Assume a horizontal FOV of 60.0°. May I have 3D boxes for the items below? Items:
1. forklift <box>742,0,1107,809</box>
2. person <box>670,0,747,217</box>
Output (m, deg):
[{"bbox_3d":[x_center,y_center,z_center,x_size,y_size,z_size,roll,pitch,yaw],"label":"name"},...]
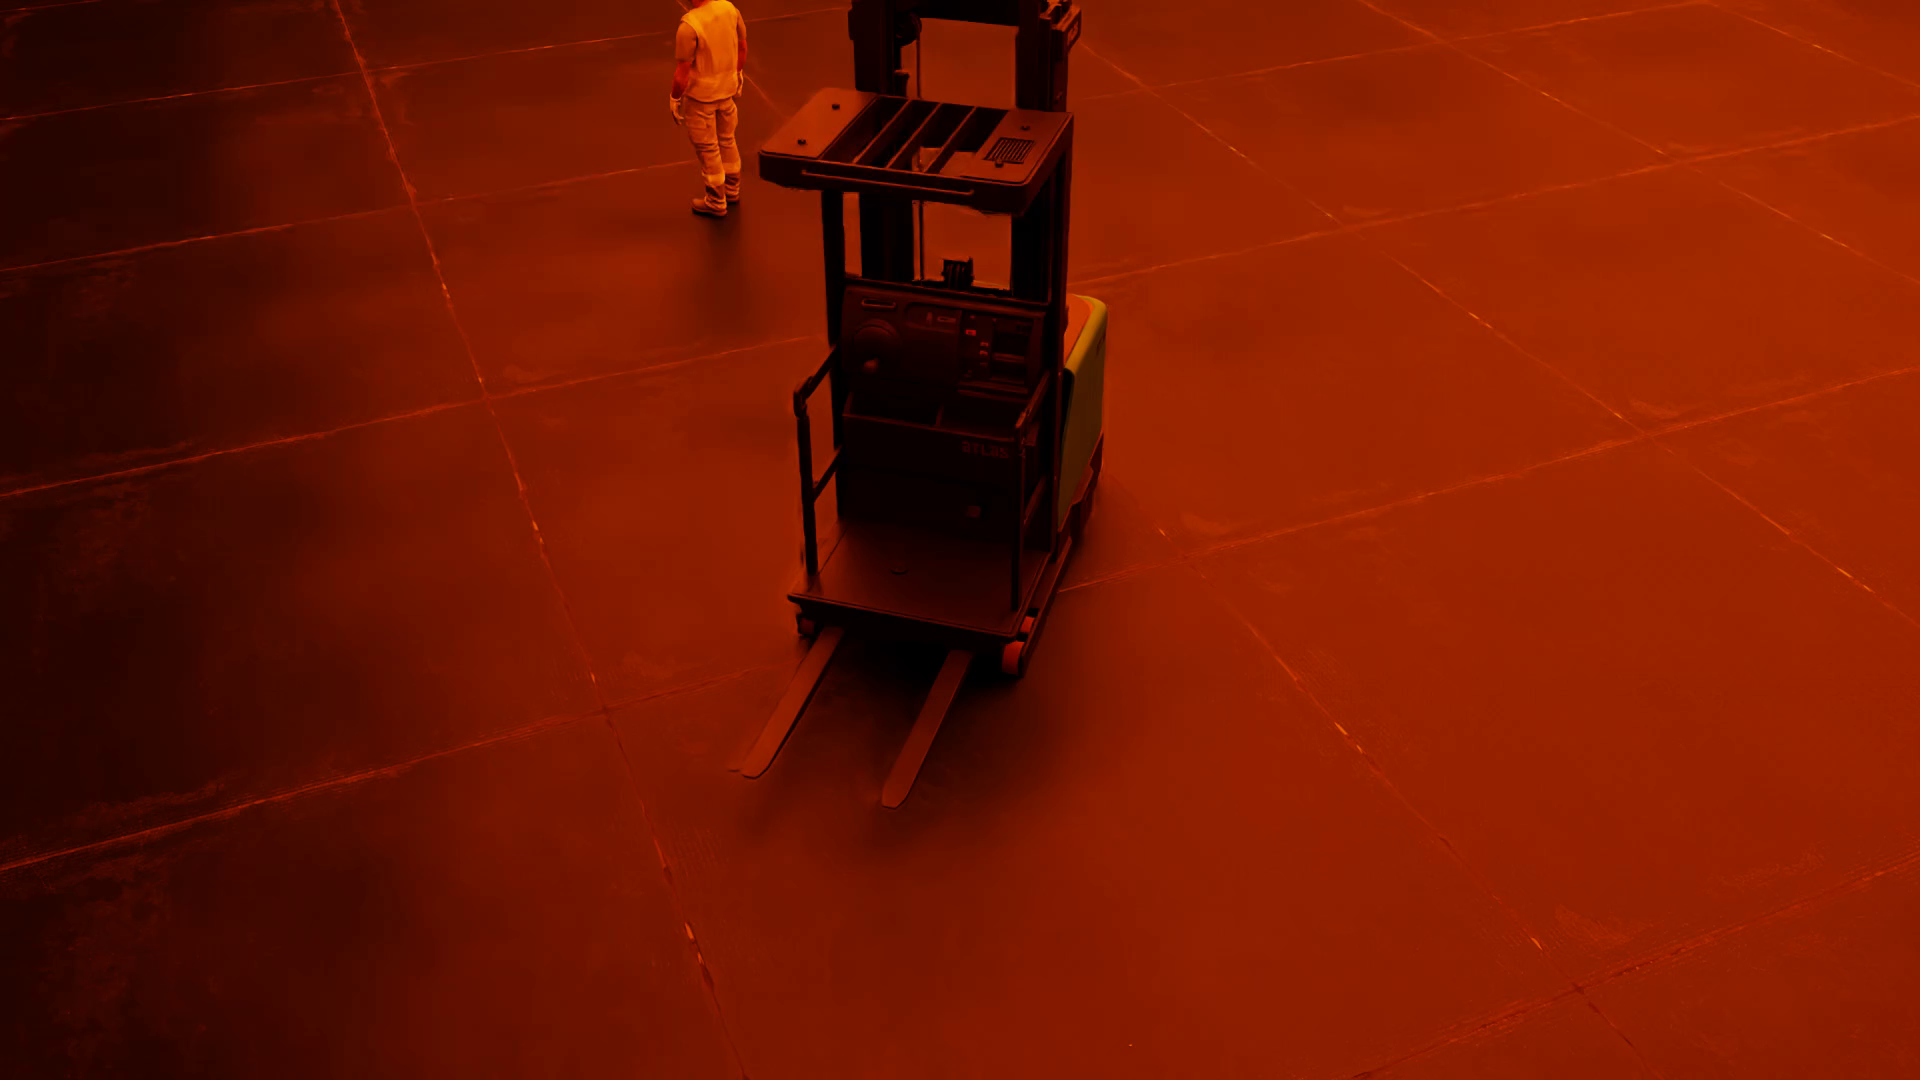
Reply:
[{"bbox_3d":[-0.144,-0.823,7.256,1.130,2.935,3.031,10,37,14],"label":"forklift"},{"bbox_3d":[-1.770,-3.093,11.421,0.564,1.787,0.638,28,44,33],"label":"person"}]
